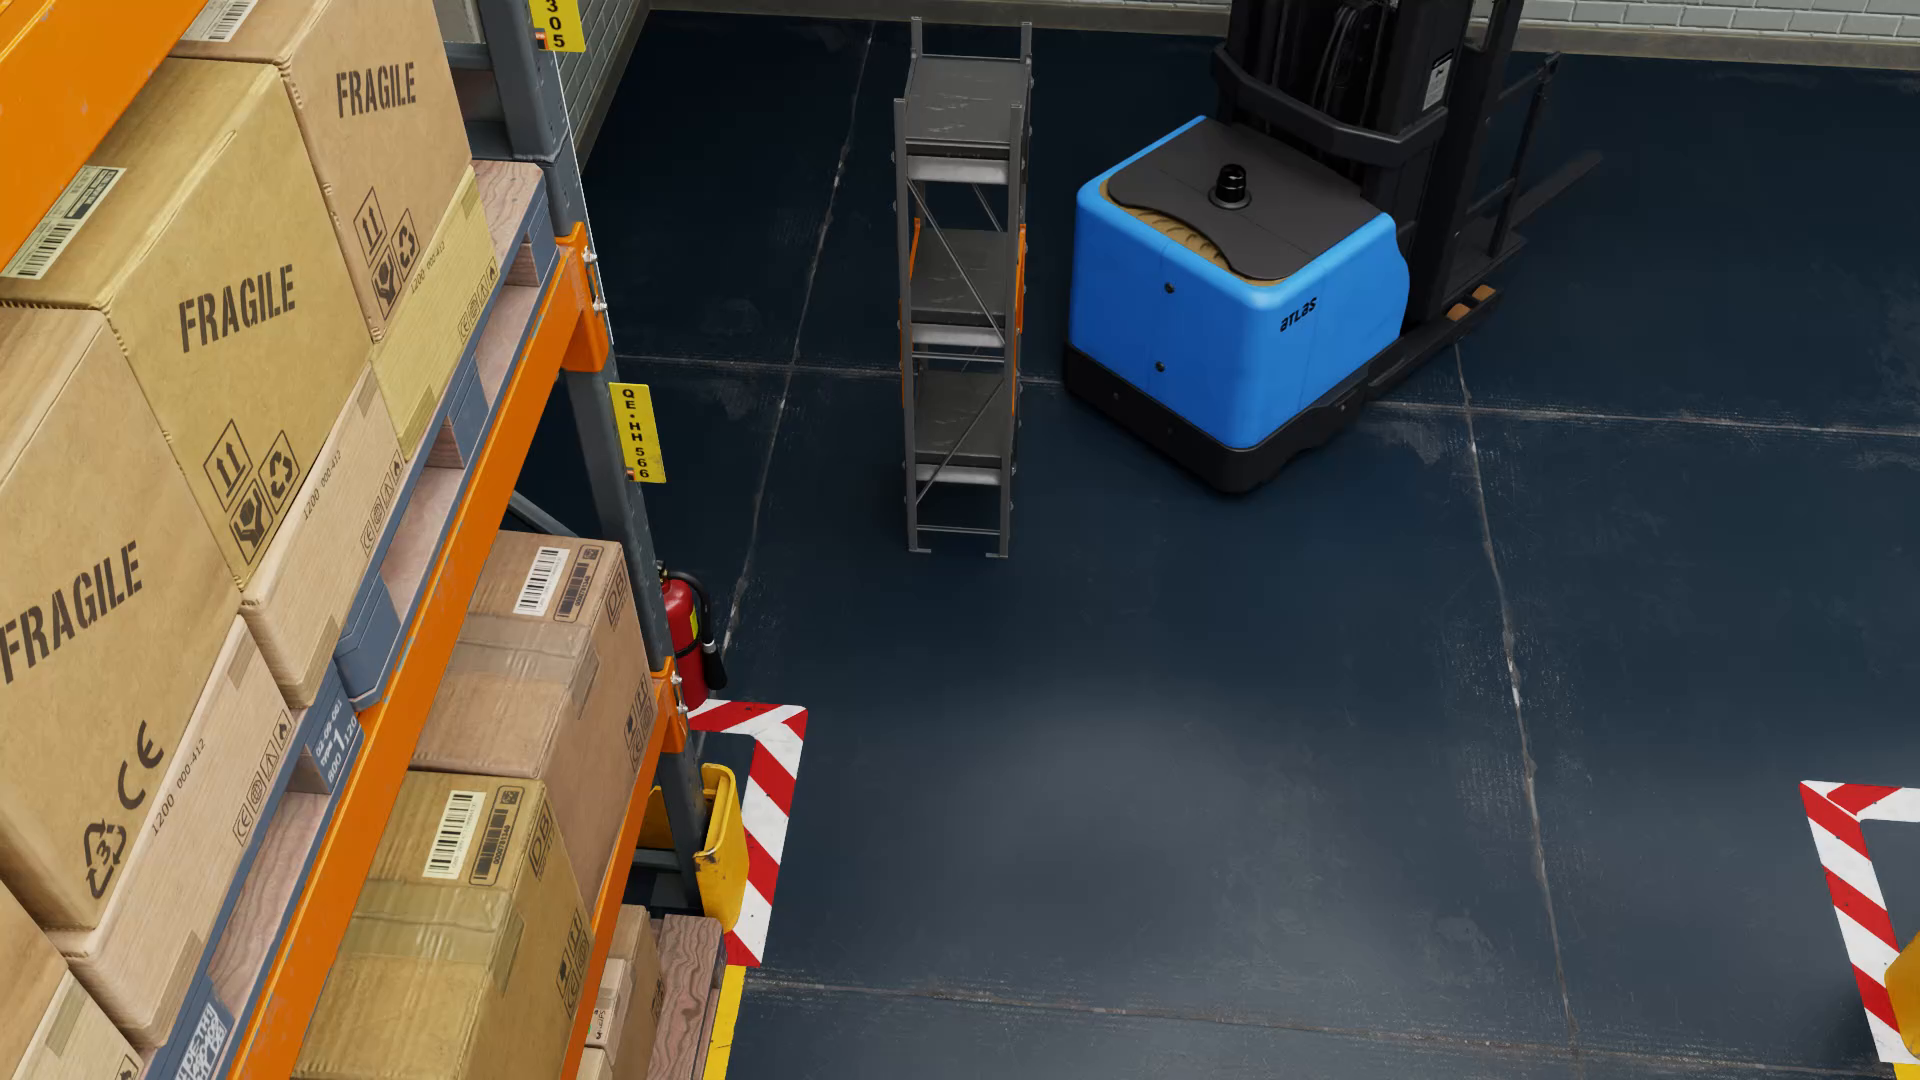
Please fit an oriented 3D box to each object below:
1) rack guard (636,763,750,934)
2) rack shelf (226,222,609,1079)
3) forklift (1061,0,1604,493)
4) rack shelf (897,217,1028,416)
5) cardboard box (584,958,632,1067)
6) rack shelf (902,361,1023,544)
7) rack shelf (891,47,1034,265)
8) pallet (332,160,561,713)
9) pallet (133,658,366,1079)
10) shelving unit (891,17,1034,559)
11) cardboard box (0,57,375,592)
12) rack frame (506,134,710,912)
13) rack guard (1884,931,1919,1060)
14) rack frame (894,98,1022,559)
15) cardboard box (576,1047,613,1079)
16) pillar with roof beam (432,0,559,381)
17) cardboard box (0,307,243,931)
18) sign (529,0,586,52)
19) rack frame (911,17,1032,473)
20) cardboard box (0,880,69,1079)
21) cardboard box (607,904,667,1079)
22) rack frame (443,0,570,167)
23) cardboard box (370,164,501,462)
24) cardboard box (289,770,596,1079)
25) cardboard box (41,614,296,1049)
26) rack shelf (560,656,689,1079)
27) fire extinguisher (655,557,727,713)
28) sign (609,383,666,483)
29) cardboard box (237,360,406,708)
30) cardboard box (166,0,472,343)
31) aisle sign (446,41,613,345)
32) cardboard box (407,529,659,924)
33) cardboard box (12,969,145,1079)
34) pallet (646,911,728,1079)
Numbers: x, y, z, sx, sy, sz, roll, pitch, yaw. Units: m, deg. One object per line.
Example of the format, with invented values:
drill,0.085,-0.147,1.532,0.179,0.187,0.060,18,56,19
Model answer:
rack guard,-1.320,0.994,5.528,1.175,0.500,0.348,4,48,4
rack shelf,-1.505,0.868,2.404,1.077,0.370,4.000,4,48,4
forklift,1.861,-2.154,6.759,3.031,2.935,1.130,-35,57,-28
rack shelf,0.015,-0.821,6.122,0.431,0.518,0.480,4,48,4
cardboard box,-1.117,1.278,4.544,0.380,0.149,0.250,3,48,3
rack shelf,0.015,-0.349,6.639,0.431,0.518,0.480,4,48,4
rack shelf,0.015,-1.294,5.606,0.431,0.518,0.480,4,48,4
pallet,-1.380,-0.269,3.017,1.003,0.211,1.213,4,48,4
pallet,-1.488,0.630,2.194,1.003,0.211,1.213,4,48,4
shelving unit,0.015,-0.830,6.112,0.431,2.100,0.503,4,48,4
cardboard box,-1.174,-0.300,2.225,0.500,0.500,0.500,5,48,5
rack frame,-1.323,0.168,4.590,1.000,3.000,0.127,4,48,4
rack guard,3.604,1.397,5.159,1.175,0.500,0.348,4,48,4
rack frame,-0.007,-0.651,5.948,0.400,2.100,0.015,4,48,4
cardboard box,-1.140,1.466,4.372,0.380,0.149,0.250,5,48,5
pillar with roof beam,2.349,-3.610,3.979,9.100,9.000,0.400,4,48,4
cardboard box,-1.213,0.084,1.874,0.500,0.500,0.500,2,48,2
sign,-0.784,-1.070,3.143,0.100,0.325,0.005,4,48,4
rack frame,0.037,-1.010,6.276,0.400,2.100,0.015,4,48,4
cardboard box,-1.263,0.470,1.522,0.500,0.500,0.500,4,48,4
cardboard box,-1.287,1.391,4.881,0.700,0.500,0.500,4,48,4
rack frame,-1.323,-1.857,2.376,1.000,3.000,0.127,4,48,4
cardboard box,-1.125,-0.414,2.838,0.500,0.250,0.500,5,48,5
cardboard box,-1.414,0.977,3.646,0.980,0.700,0.700,4,48,3
cardboard box,-1.214,0.352,2.138,0.500,0.250,0.500,3,48,2
rack shelf,-1.505,1.880,3.511,1.077,0.370,4.000,4,48,4
fire extinguisher,-0.849,0.240,4.829,0.296,0.674,0.183,4,48,4
sign,-0.784,-0.256,4.033,0.100,0.325,0.005,4,48,4
cardboard box,-1.171,-0.031,2.488,0.500,0.250,0.500,2,48,2
cardboard box,-1.118,-0.667,2.561,0.500,0.500,0.500,4,48,3
aisle sign,-1.017,-0.743,3.661,0.394,0.787,0.004,4,48,4
cardboard box,-1.359,0.442,4.136,0.980,0.700,0.700,6,48,5
cardboard box,-1.262,0.729,1.793,0.500,0.250,0.500,3,48,2
pallet,-1.318,1.702,5.077,1.003,0.211,1.213,4,48,4
